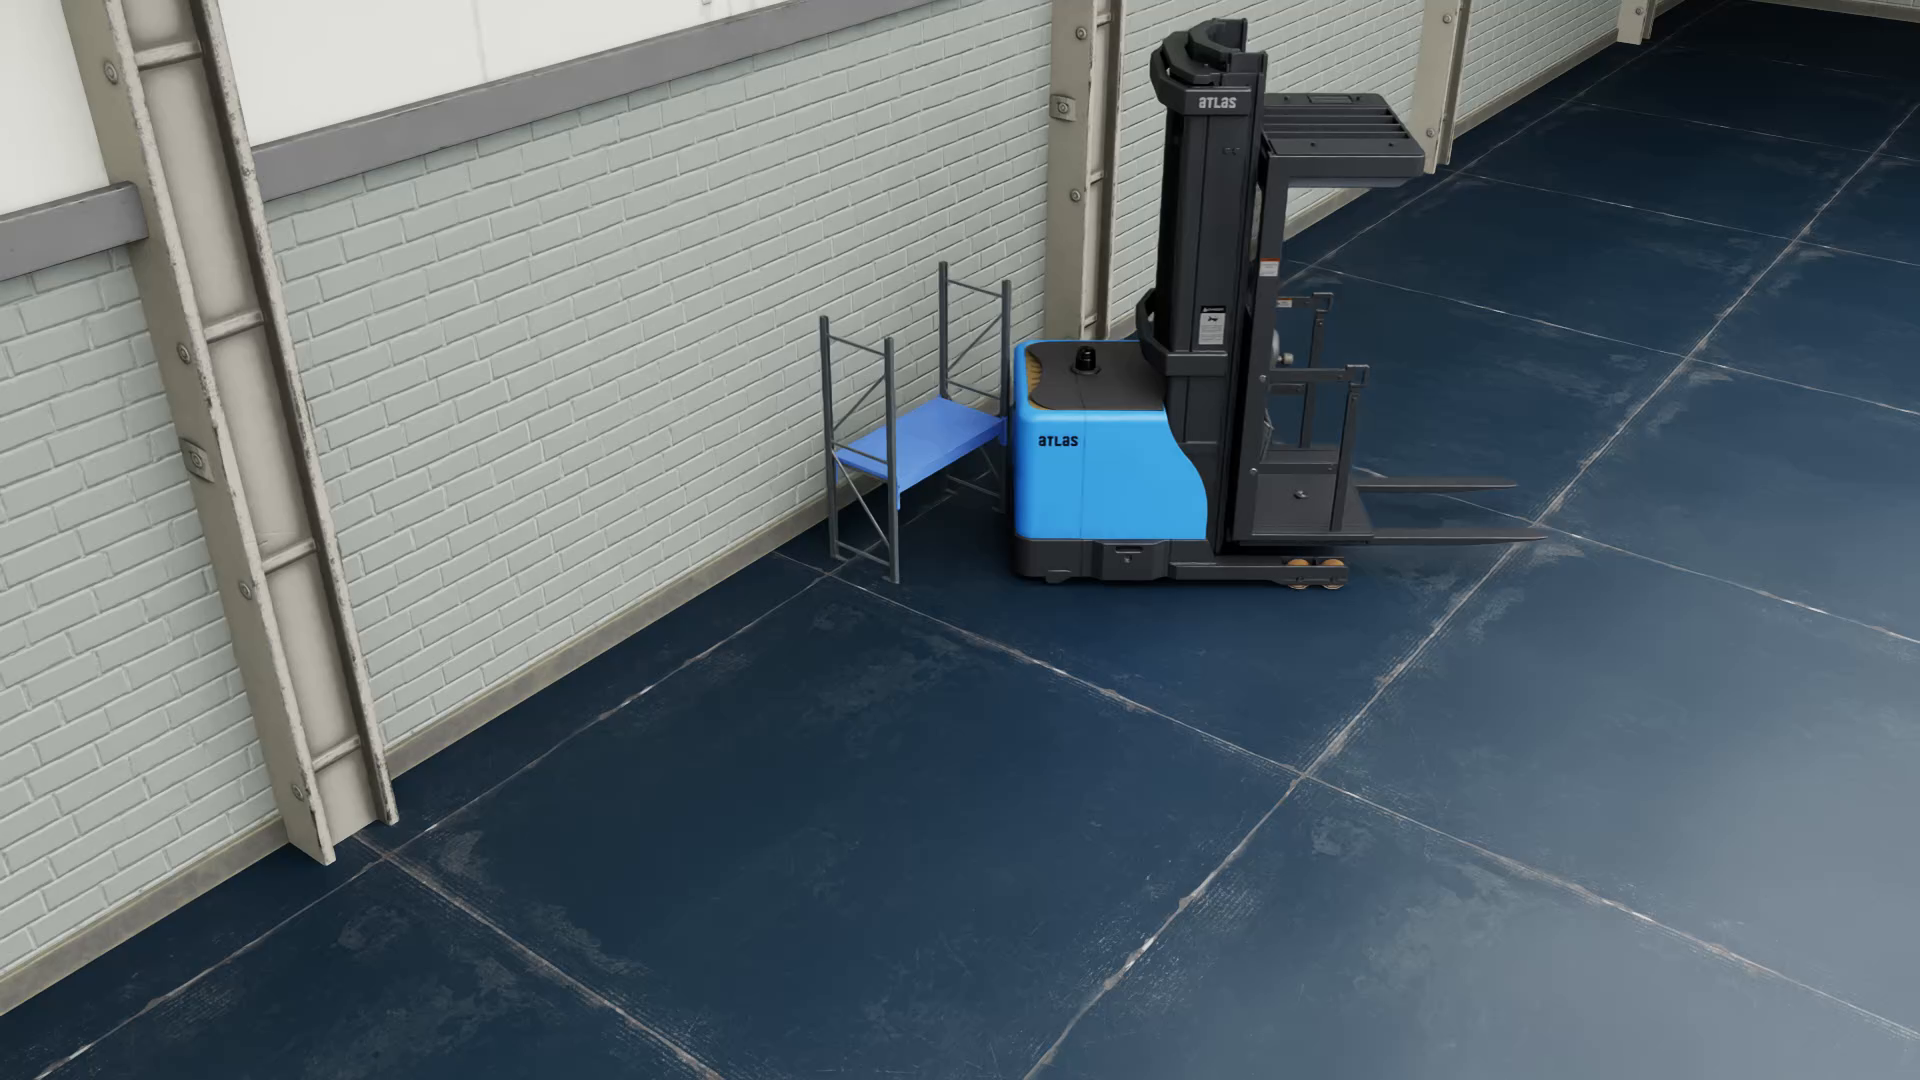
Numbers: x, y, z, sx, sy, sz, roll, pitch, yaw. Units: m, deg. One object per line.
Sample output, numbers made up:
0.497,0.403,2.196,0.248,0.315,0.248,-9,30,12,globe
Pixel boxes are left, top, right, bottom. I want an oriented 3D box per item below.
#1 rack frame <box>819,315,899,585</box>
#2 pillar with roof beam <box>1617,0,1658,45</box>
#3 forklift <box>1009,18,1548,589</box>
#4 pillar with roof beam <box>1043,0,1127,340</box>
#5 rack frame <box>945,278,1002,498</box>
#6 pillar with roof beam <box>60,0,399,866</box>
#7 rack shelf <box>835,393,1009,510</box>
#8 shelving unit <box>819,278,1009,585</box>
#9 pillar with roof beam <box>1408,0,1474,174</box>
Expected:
-0.548,-0.476,9.139,0.500,1.500,0.032,22,37,32,rack frame
11.484,-8.545,15.399,9.100,9.000,0.400,21,37,31,pillar with roof beam
1.813,-1.257,9.054,3.031,2.935,1.130,0,31,0,forklift
4.240,-3.667,7.169,9.100,9.000,0.400,21,37,31,pillar with roof beam
0.082,-0.883,9.825,0.475,1.308,0.013,22,37,32,rack frame
0.619,-1.229,3.054,9.100,9.000,0.400,21,37,31,pillar with roof beam
-0.233,-0.524,9.573,0.538,0.185,1.000,22,37,32,rack shelf
-0.235,-0.677,9.479,0.538,1.500,1.039,22,37,32,shelving unit
7.862,-6.106,11.284,9.100,9.000,0.400,21,37,31,pillar with roof beam
